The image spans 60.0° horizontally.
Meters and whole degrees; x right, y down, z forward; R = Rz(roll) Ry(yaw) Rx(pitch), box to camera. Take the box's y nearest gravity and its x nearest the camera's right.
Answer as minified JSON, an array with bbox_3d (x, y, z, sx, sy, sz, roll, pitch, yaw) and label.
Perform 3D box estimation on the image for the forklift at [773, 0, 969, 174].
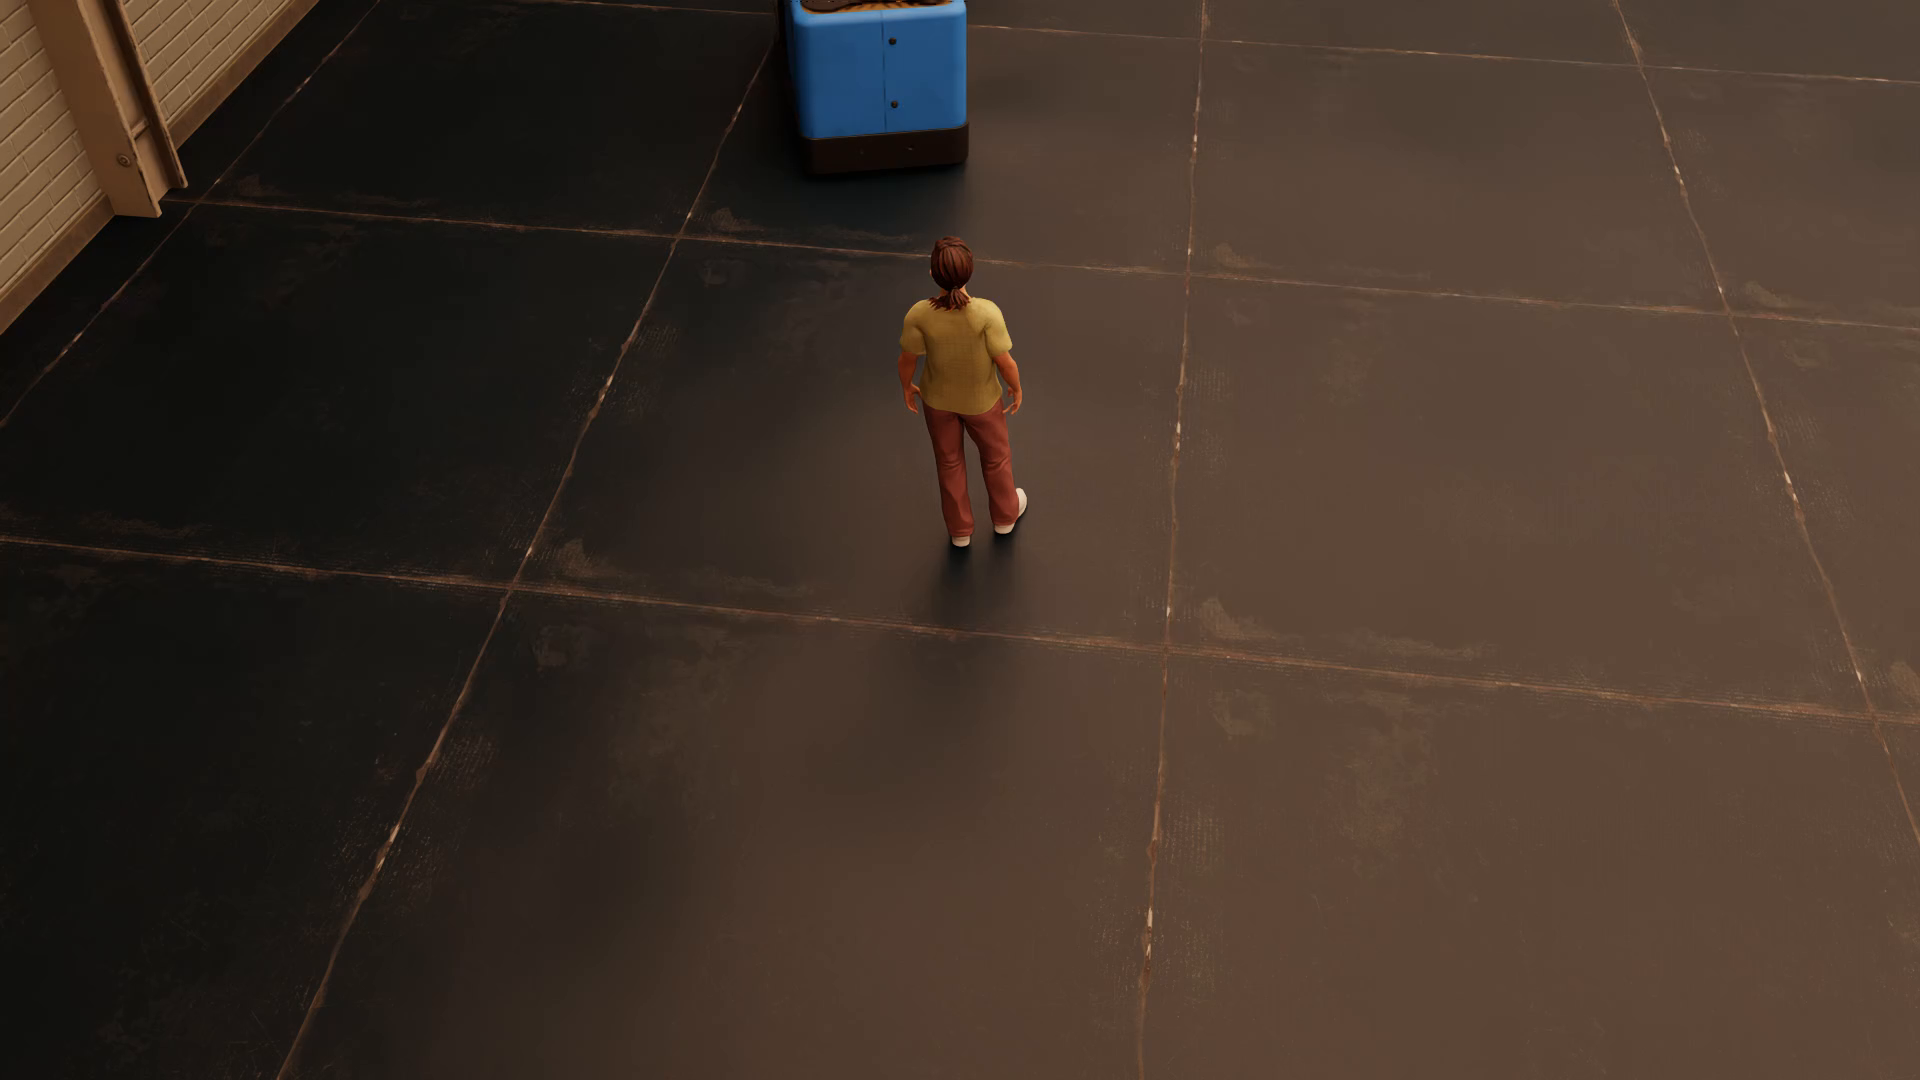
[{"bbox_3d":[-0.687,-4.333,10.441,1.130,2.935,3.031,-6,43,-7],"label":"forklift"}]

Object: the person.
[{"bbox_3d":[0.021,-0.671,7.372,0.553,1.673,0.548,5,43,6],"label":"person"}]
